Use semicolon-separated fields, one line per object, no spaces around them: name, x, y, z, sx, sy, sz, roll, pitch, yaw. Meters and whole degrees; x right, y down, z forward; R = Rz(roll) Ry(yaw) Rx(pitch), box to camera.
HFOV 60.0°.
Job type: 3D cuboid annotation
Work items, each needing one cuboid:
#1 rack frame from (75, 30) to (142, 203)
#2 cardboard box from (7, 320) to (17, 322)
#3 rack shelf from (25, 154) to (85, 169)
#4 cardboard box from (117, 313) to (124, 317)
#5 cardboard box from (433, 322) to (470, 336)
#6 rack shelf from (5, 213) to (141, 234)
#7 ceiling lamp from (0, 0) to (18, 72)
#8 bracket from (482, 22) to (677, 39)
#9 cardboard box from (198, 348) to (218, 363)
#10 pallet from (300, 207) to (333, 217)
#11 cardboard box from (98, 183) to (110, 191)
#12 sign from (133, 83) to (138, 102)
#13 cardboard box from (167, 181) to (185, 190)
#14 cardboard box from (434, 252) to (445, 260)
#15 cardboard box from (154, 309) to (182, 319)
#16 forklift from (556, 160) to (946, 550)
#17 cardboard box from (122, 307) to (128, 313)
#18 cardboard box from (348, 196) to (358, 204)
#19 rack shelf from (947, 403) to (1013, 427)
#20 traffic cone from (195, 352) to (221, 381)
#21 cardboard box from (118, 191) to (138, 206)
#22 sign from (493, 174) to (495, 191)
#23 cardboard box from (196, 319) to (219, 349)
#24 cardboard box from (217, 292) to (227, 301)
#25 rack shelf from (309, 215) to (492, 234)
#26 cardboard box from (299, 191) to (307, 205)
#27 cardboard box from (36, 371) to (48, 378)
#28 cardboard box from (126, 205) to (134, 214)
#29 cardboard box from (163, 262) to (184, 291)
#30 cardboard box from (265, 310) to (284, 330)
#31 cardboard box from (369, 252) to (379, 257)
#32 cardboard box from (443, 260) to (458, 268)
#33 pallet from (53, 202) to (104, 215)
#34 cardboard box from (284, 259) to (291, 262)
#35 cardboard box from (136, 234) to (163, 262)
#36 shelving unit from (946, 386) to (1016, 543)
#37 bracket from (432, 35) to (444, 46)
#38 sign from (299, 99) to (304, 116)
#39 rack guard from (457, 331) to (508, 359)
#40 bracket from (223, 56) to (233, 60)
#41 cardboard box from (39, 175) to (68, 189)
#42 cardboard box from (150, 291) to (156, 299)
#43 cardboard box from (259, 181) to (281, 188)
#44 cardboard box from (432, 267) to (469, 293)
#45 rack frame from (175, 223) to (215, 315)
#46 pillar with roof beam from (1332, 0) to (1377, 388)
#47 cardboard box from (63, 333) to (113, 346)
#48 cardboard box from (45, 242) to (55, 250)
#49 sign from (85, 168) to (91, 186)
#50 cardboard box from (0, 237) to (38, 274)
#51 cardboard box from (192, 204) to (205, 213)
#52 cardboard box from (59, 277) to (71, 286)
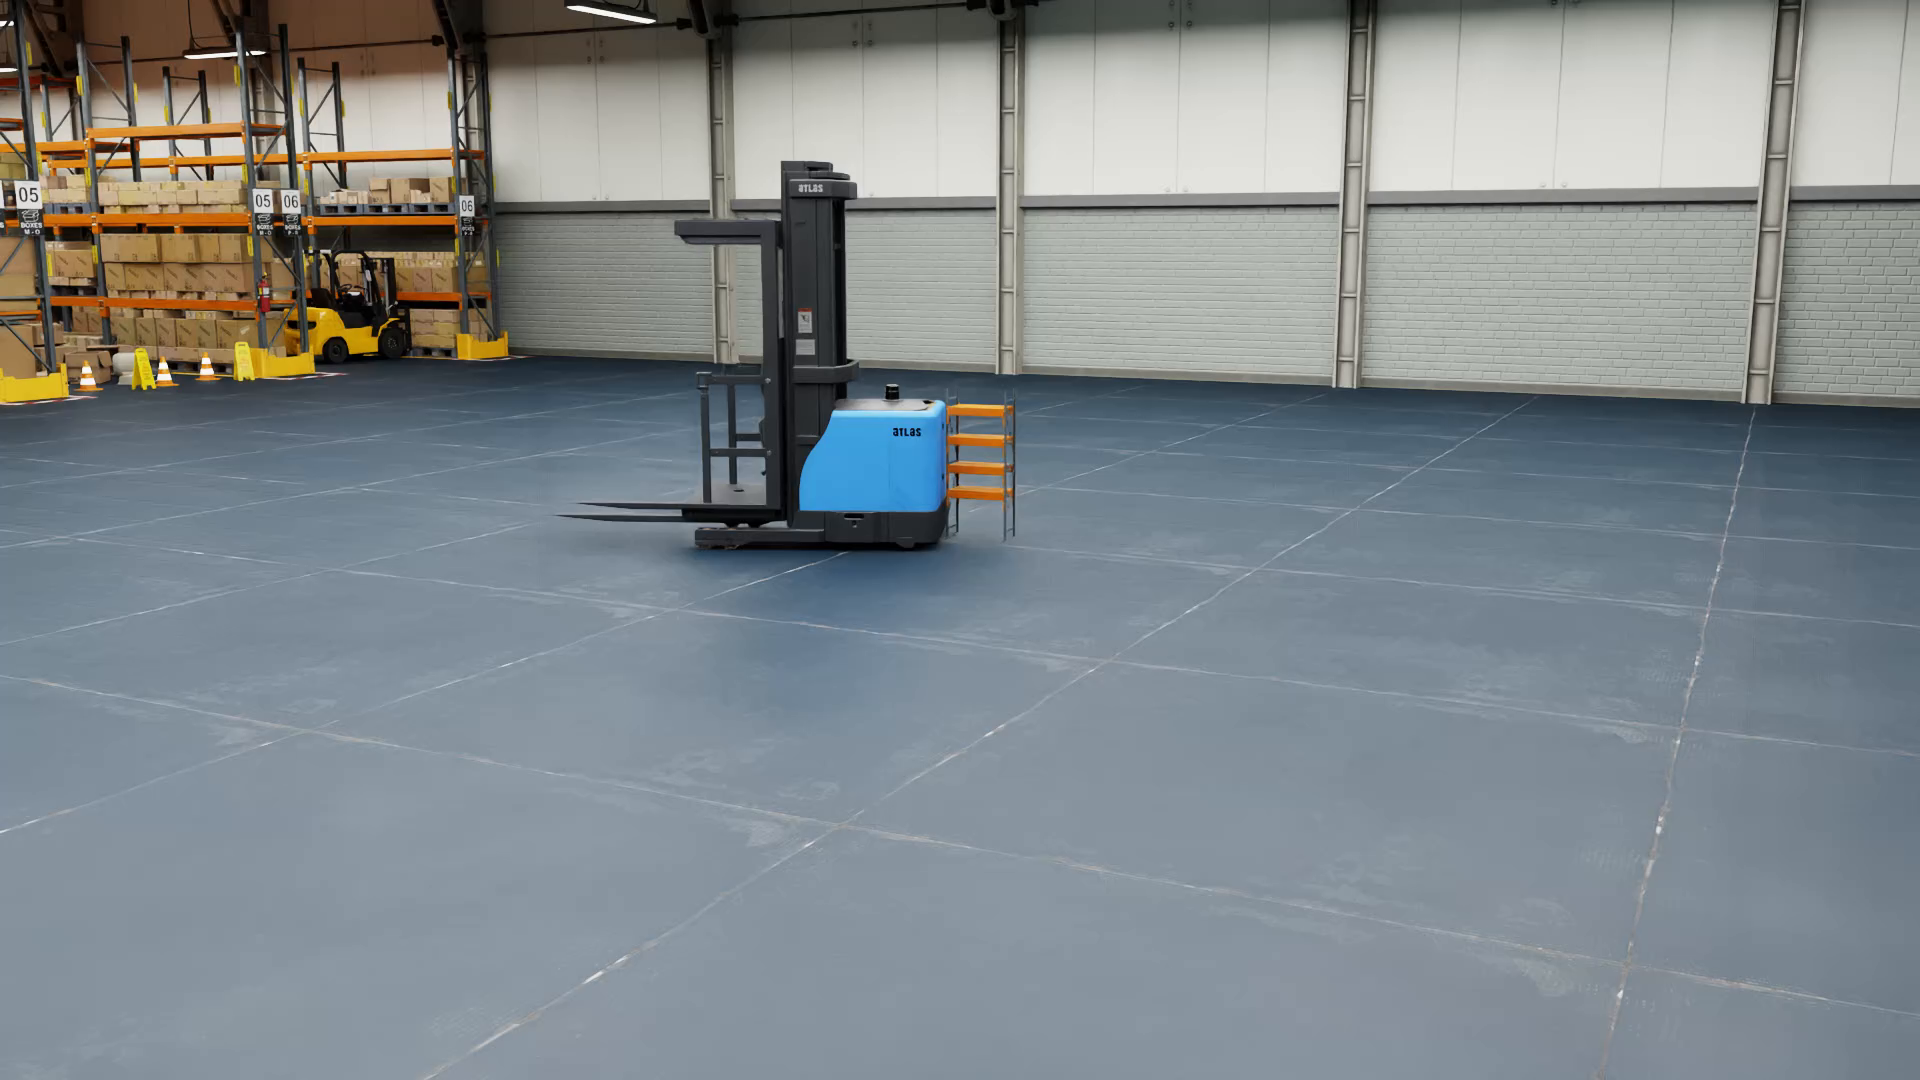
rack frame;-15.442;-7.647;30.212;0.127;3.000;1.000;5;11;26
cardboard box;-22.324;-5.215;39.464;0.500;0.500;0.500;5;12;27
rack shelf;-22.217;-8.872;39.013;4.000;0.370;1.077;5;11;26
cardboard box;-18.699;-4.898;37.712;0.500;0.500;0.500;5;11;24
cardboard box;-10.237;-4.260;33.486;0.500;0.250;0.500;5;11;25
rack shelf;-17.235;-5.974;31.414;4.000;0.370;1.077;5;11;26
ceiling lamp;-20.644;-11.525;35.253;2.000;3.185;0.800;5;11;26
bracket;-7.346;-9.801;32.007;4.783;0.066;0.076;5;11;26
cardboard box;-13.160;-3.296;29.560;0.500;0.250;0.500;5;11;26
pallet;-14.046;-6.937;35.251;1.217;0.209;0.805;5;11;24
cardboard box;-15.304;-6.362;30.006;0.250;0.149;0.380;5;11;25
sign;-15.185;-8.230;30.593;0.005;0.325;0.100;5;11;26
cardboard box;-13.679;-6.219;29.214;0.250;0.149;0.380;5;12;27
cardboard box;-10.311;-5.696;33.344;0.250;0.149;0.380;5;11;26
cardboard box;-14.242;-4.066;29.890;0.250;0.149;0.380;6;12;29
forklift;-1.644;-1.460;13.066;3.031;2.935;1.130;1;10;4
cardboard box;-18.766;-5.234;37.743;0.250;0.149;0.380;5;11;26
cardboard box;-12.292;-6.951;34.040;0.250;0.149;0.380;5;12;28
rack shelf;0.166;-0.991;13.130;0.480;0.148;0.258;4;11;21
traffic cone;-12.811;-2.959;28.280;0.334;0.463;0.336;5;11;26
cardboard box;-14.702;-6.126;29.817;0.500;0.250;0.500;5;11;25
sign;-9.411;-7.206;33.522;0.005;0.325;0.100;5;11;26
cardboard box;-13.158;-3.664;29.489;0.500;0.500;0.500;6;12;28
cardboard box;-12.781;-4.277;29.145;0.250;0.149;0.380;5;11;25
rack shelf;-11.455;-6.452;34.055;4.000;0.370;1.077;5;11;26
cardboard box;-14.006;-7.194;34.923;0.500;0.311;0.500;5;11;24
cardboard box;-15.185;-2.709;27.455;0.258;0.266;0.396;7;13;36
cardboard box;-14.790;-5.952;29.976;0.250;0.149;0.380;5;11;26
cardboard box;-13.804;-4.697;29.643;0.500;0.500;0.500;5;11;26
cardboard box;-14.414;-4.627;35.865;0.625;0.625;0.875;5;11;25
cardboard box;-11.904;-5.841;34.144;0.250;0.149;0.380;5;11;26
cardboard box;-10.097;-5.523;33.224;0.250;0.149;0.380;5;11;27
pallet;-15.948;-6.144;30.859;1.003;0.211;1.213;5;11;26
cardboard box;-14.089;-5.893;35.264;0.250;0.149;0.380;5;11;26
cardboard box;-14.256;-5.225;29.755;0.500;0.500;0.700;5;11;25
shelving unit;0.166;-0.604;13.200;0.503;1.200;0.258;4;11;21
bracket;-10.417;-10.071;33.498;0.430;0.232;0.235;5;11;26
sign;-13.478;-8.851;34.020;0.005;0.325;0.100;5;11;26
rack guard;-9.640;-3.941;33.599;0.348;0.500;1.175;5;11;26
bracket;-15.797;-10.543;36.110;0.430;0.232;0.235;5;11;26
cardboard box;-16.943;-6.652;30.976;0.500;0.250;0.500;5;12;27
cardboard box;-14.341;-4.426;29.969;0.250;0.149;0.380;5;11;26
cardboard box;-12.083;-6.185;29.024;0.250;0.149;0.380;5;11;25
cardboard box;-10.219;-5.218;33.361;0.500;0.500;0.500;5;11;25
rack frame;-16.836;-5.803;36.870;0.127;3.000;1.000;5;11;26
pillar with roof beam;4.350;-6.217;22.315;0.400;9.000;9.100;5;11;26
cardboard box;-16.560;-3.705;31.480;0.625;0.372;0.950;6;12;29
cardboard box;-16.836;-5.486;31.005;0.250;0.149;0.380;4;11;23
sign;-15.684;-6.530;29.907;0.005;0.325;0.100;5;11;26
cardboard box;-14.270;-4.221;24.679;0.550;0.550;0.875;5;11;26
cardboard box;-13.201;-5.799;29.130;0.250;0.149;0.380;5;11;25
cardboard box;-16.501;-4.812;30.923;0.250;0.149;0.380;5;11;25
